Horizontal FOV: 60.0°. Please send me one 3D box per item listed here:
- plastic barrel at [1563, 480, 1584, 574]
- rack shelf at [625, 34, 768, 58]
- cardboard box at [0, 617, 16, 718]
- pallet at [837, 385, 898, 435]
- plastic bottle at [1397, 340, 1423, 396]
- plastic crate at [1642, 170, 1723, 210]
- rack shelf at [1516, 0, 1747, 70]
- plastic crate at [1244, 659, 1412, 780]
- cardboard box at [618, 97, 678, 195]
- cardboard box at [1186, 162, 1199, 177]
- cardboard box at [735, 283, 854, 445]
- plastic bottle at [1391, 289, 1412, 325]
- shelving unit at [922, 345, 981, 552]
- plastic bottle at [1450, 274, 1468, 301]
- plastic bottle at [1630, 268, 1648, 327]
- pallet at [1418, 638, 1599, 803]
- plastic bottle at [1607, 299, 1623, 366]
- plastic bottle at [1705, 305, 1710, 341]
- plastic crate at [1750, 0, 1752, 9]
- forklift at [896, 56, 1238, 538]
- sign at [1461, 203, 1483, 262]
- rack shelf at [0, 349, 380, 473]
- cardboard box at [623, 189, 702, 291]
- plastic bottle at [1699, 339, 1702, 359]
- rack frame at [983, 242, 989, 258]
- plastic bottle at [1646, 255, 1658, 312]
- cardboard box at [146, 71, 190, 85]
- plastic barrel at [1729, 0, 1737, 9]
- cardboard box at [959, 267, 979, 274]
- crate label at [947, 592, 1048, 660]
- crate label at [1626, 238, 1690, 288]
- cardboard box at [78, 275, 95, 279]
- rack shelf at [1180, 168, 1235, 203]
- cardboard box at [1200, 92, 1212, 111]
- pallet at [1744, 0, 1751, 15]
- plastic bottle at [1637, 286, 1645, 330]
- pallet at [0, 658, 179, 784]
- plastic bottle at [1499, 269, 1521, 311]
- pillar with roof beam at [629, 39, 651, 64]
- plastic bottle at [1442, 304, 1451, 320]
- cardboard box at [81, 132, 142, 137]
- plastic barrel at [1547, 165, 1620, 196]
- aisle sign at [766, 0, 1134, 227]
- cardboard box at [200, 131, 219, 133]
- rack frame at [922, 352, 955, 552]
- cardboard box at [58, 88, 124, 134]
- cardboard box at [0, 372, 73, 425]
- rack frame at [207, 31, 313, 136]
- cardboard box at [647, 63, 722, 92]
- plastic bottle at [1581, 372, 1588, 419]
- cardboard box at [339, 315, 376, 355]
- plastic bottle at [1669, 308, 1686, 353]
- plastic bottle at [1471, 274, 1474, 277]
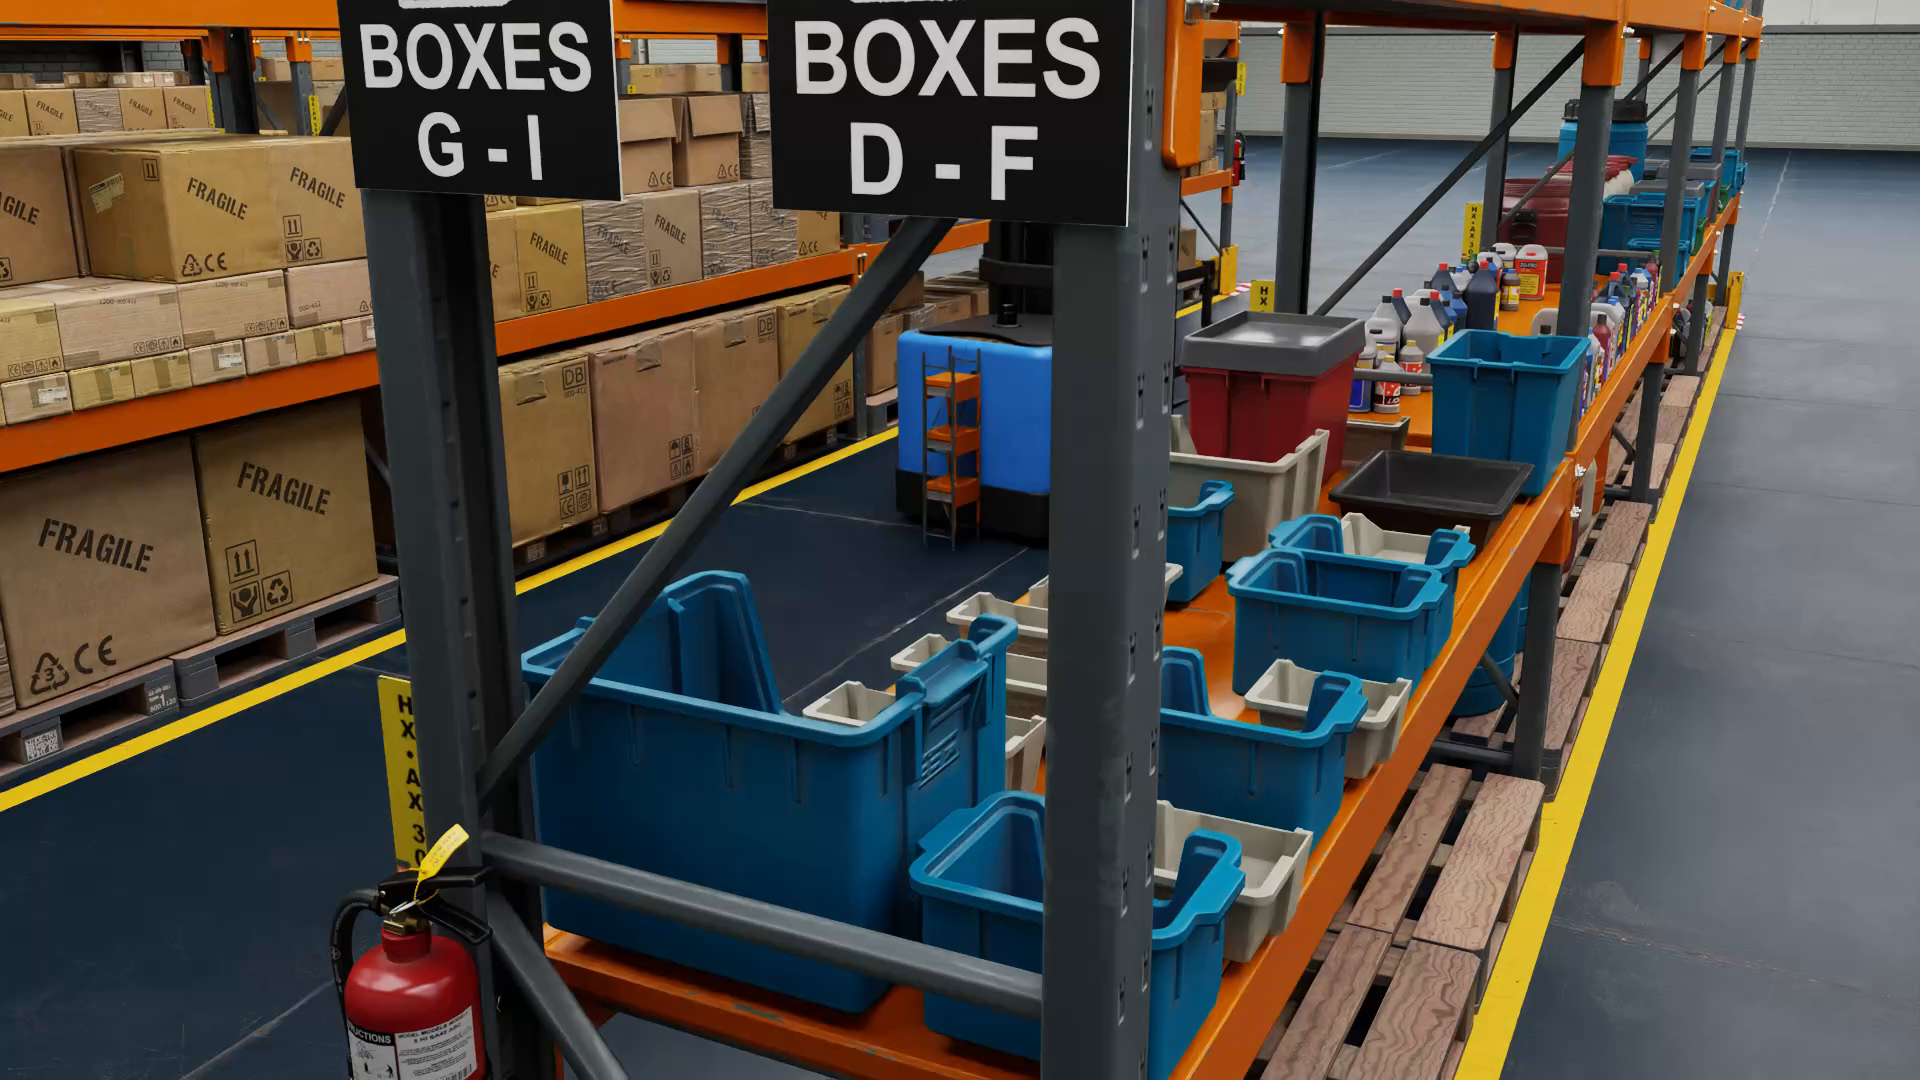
[{"bbox_3d":[2.615,-0.177,7.850,0.600,0.588,0.708,8,18,25],"label":"plastic barrel"},{"bbox_3d":[-2.819,-5.454,18.115,1.077,0.370,4.000,8,18,25],"label":"rack shelf"},{"bbox_3d":[-4.062,0.274,5.829,0.875,0.875,0.875,8,18,25],"label":"cardboard box"},{"bbox_3d":[-0.758,-1.038,12.150,1.003,0.211,1.213,8,18,25],"label":"pallet"},{"bbox_3d":[1.705,-0.656,6.312,0.097,0.201,0.097,0,17,0],"label":"plastic bottle"},{"bbox_3d":[5.458,-2.652,12.795,0.767,0.338,0.504,8,18,25],"label":"plastic crate"},{"bbox_3d":[4.216,-3.149,10.352,1.077,0.370,4.000,8,18,25],"label":"rack shelf"},{"bbox_3d":[0.673,0.324,3.022,0.250,0.136,0.298,8,18,25],"label":"plastic crate"},{"bbox_3d":[-2.037,-2.184,9.171,0.797,0.503,0.637,9,19,27],"label":"cardboard box"},{"bbox_3d":[2.220,-3.799,16.989,0.380,0.149,0.250,8,18,25],"label":"cardboard box"},{"bbox_3d":[-1.435,-1.186,10.743,1.225,0.875,0.875,7,18,23],"label":"cardboard box"},{"bbox_3d":[1.736,-0.827,6.625,0.144,0.351,0.185,8,18,25],"label":"plastic bottle"},{"bbox_3d":[-0.044,-0.485,8.813,0.215,1.050,0.252,11,20,32],"label":"shelving unit"},{"bbox_3d":[2.220,-1.064,7.557,0.152,0.276,0.135,8,18,25],"label":"plastic bottle"},{"bbox_3d":[3.179,-1.142,7.827,0.097,0.271,0.097,0,17,0],"label":"plastic bottle"},{"bbox_3d":[1.917,0.618,6.572,1.003,0.211,1.213,8,18,25],"label":"pallet"},{"bbox_3d":[2.677,-0.856,6.864,0.097,0.271,0.097,0,17,0],"label":"plastic bottle"},{"bbox_3d":[6.116,-1.815,13.748,0.144,0.351,0.185,8,18,25],"label":"plastic bottle"},{"bbox_3d":[6.315,-4.490,13.633,0.392,0.384,0.575,8,18,25],"label":"plastic crate"},{"bbox_3d":[0.911,-1.769,9.834,1.130,2.935,3.031,12,20,34],"label":"forklift"},{"bbox_3d":[2.827,-1.693,9.168,0.100,0.325,0.005,8,18,25],"label":"sign"},{"bbox_3d":[-3.789,-0.303,6.040,1.077,0.370,4.000,8,18,25],"label":"rack shelf"},{"bbox_3d":[-1.792,-1.679,9.232,0.500,0.500,0.500,8,19,26],"label":"cardboard box"},{"bbox_3d":[5.736,-1.512,12.988,0.097,0.201,0.097,0,17,0],"label":"plastic bottle"},{"bbox_3d":[0.679,-3.195,14.514,1.000,3.000,0.127,8,18,25],"label":"rack frame"},{"bbox_3d":[3.421,-1.274,8.251,0.061,0.283,0.133,8,18,25],"label":"plastic bottle"},{"bbox_3d":[-8.713,-5.084,18.298,0.380,0.149,0.250,8,18,25],"label":"cardboard box"},{"bbox_3d":[4.785,-3.919,10.804,0.600,0.901,0.600,0,17,0],"label":"plastic barrel"},{"bbox_3d":[0.385,-2.054,14.290,0.700,0.500,0.500,7,18,21],"label":"cardboard box"},{"bbox_3d":[0.195,0.212,3.399,0.396,0.136,0.243,8,18,25],"label":"crate label"},{"bbox_3d":[3.846,-1.526,9.186,0.303,0.233,0.416,8,18,25],"label":"crate label"},{"bbox_3d":[-3.567,-1.016,6.917,0.500,0.250,0.500,8,18,25],"label":"cardboard box"},{"bbox_3d":[1.573,-3.360,16.331,1.077,0.370,4.000,8,18,25],"label":"rack shelf"},{"bbox_3d":[2.223,-4.584,16.736,0.500,0.500,0.500,8,18,25],"label":"cardboard box"},{"bbox_3d":[5.345,-4.109,12.652,1.213,0.211,1.003,8,18,25],"label":"pallet"},{"bbox_3d":[3.135,-1.084,7.754,0.097,0.201,0.097,0,17,0],"label":"plastic bottle"},{"bbox_3d":[-3.849,0.675,6.381,1.003,0.211,1.213,8,18,25],"label":"pallet"},{"bbox_3d":[2.753,-1.253,8.323,0.097,0.201,0.097,0,17,0],"label":"plastic bottle"},{"bbox_3d":[-2.745,-11.427,31.694,9.100,9.000,0.400,8,18,25],"label":"pillar with roof beam"},{"bbox_3d":[1.931,-0.818,6.734,0.097,0.271,0.097,0,17,0],"label":"plastic bottle"},{"bbox_3d":[-6.230,-2.908,12.206,0.380,0.149,0.250,7,18,23],"label":"cardboard box"},{"bbox_3d":[3.965,-2.117,10.646,0.433,0.535,0.433,0,17,0],"label":"plastic barrel"},{"bbox_3d":[-0.018,-0.698,1.542,0.394,0.787,0.004,8,18,25],"label":"aisle sign"},{"bbox_3d":[-5.424,-2.952,12.355,0.380,0.149,0.250,8,18,25],"label":"cardboard box"},{"bbox_3d":[-0.111,-0.456,8.715,0.200,1.050,0.008,11,20,32],"label":"rack frame"},{"bbox_3d":[-8.877,-4.310,16.832,0.500,0.500,0.500,7,18,23],"label":"cardboard box"},{"bbox_3d":[-3.427,-0.526,5.967,0.380,0.149,0.250,8,19,26],"label":"cardboard box"},{"bbox_3d":[-5.500,-2.833,13.295,1.000,3.000,0.127,8,18,25],"label":"rack frame"},{"bbox_3d":[-3.011,-4.806,17.777,0.875,0.550,0.550,8,18,25],"label":"cardboard box"},{"bbox_3d":[2.176,-0.537,5.913,0.097,0.201,0.097,0,17,0],"label":"plastic bottle"},{"bbox_3d":[-2.739,-0.918,7.287,0.380,0.149,0.250,8,18,26],"label":"cardboard box"},{"bbox_3d":[5.713,-1.677,13.283,0.144,0.351,0.185,8,18,25],"label":"plastic bottle"},{"bbox_3d":[2.498,-1.204,8.158,0.097,0.201,0.097,0,17,0],"label":"plastic bottle"}]
